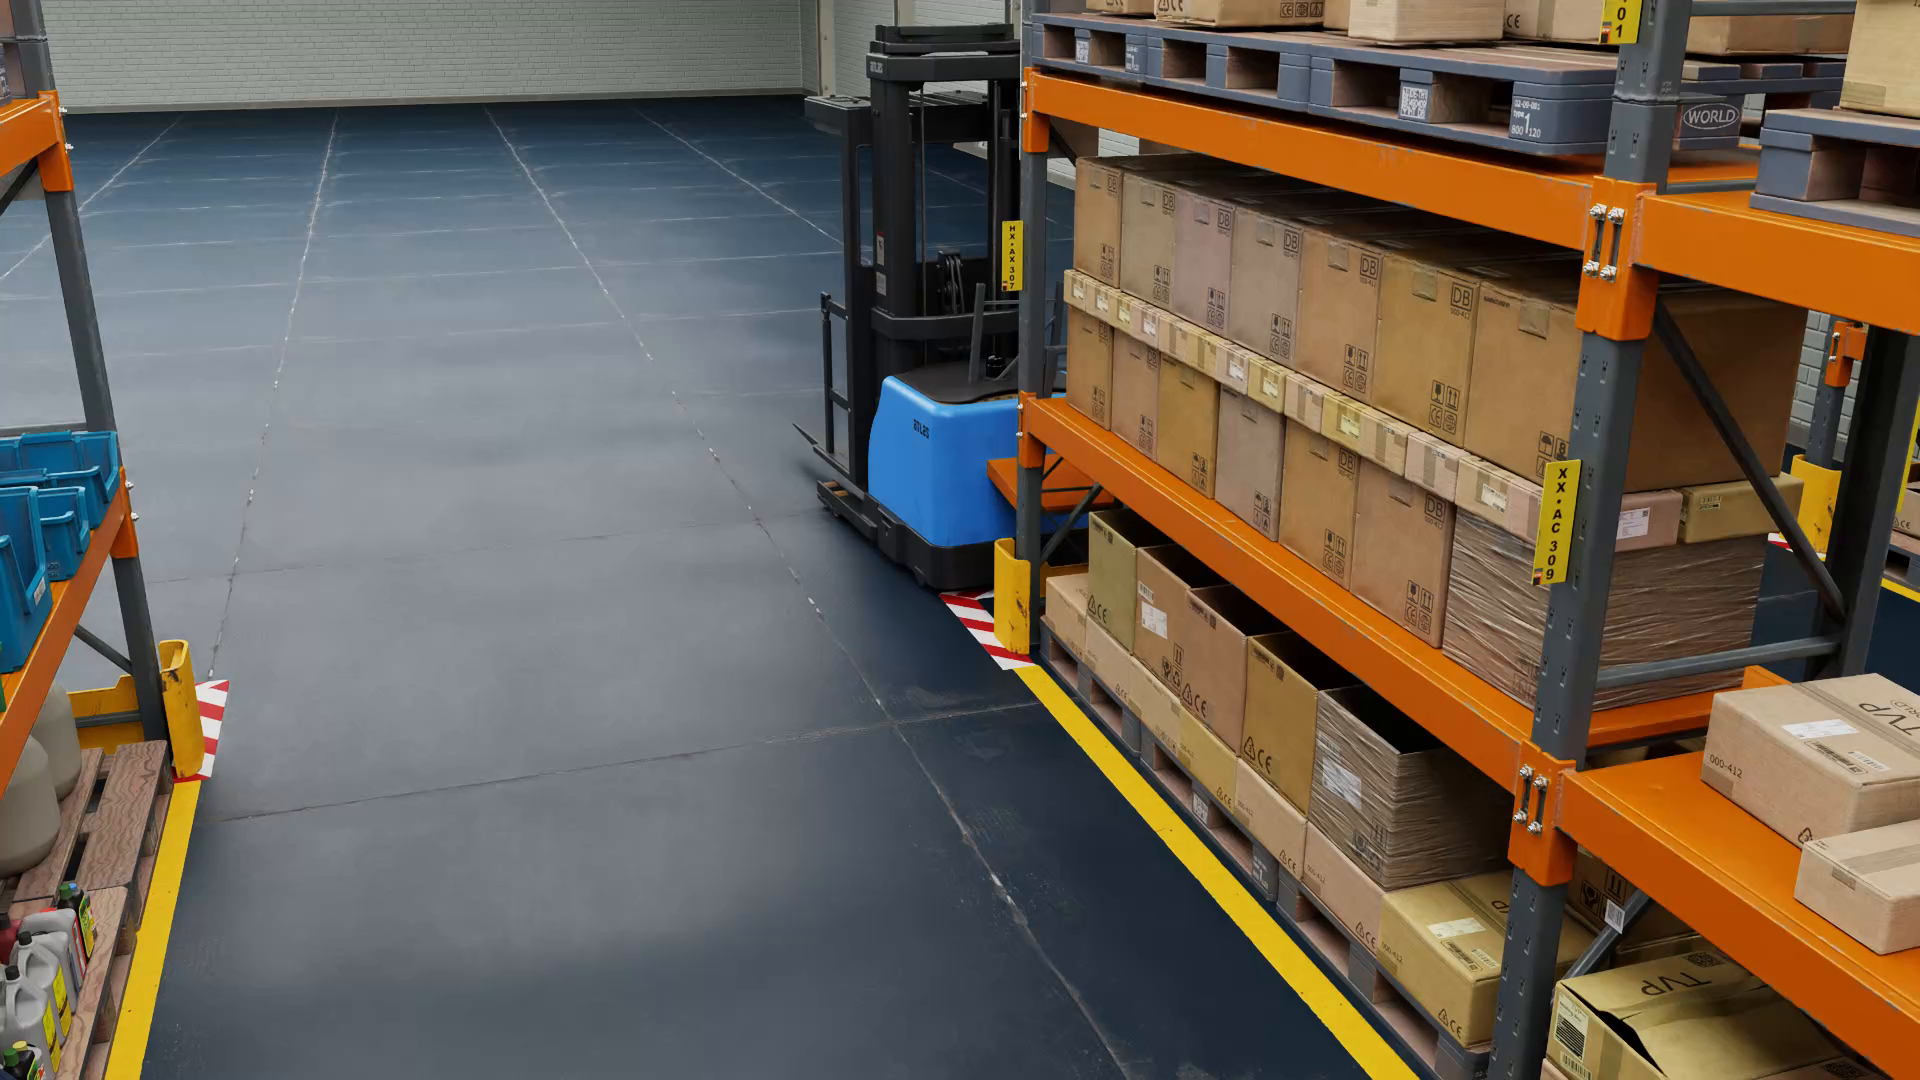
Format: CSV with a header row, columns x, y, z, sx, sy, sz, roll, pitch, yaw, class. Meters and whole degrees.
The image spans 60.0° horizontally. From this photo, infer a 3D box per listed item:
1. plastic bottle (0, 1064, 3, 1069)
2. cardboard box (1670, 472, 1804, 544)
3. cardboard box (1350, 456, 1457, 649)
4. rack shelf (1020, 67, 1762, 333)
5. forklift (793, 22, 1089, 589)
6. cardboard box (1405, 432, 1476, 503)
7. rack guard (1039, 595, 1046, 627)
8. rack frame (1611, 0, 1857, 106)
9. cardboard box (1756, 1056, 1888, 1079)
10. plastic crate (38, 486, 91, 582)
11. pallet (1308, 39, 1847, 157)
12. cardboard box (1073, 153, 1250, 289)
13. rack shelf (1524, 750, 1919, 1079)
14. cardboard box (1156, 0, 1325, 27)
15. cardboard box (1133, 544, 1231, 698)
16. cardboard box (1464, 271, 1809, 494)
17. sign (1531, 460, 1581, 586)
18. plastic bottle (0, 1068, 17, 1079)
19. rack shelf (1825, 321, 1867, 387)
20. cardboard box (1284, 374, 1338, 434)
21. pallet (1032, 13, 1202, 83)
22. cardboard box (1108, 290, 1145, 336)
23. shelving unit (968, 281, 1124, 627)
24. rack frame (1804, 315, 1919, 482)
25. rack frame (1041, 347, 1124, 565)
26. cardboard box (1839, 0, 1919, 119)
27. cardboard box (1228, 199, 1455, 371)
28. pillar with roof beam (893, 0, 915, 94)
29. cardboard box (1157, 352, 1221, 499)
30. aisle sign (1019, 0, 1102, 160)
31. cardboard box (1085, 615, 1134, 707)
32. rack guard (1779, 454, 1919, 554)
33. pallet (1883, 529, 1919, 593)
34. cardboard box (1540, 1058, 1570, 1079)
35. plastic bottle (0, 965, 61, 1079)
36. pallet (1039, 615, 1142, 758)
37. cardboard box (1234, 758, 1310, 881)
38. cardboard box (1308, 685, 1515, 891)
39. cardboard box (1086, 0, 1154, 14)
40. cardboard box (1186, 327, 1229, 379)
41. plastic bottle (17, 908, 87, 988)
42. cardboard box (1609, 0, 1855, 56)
x,y,z,sx,sy,sz,roll,pitch,yaw,class
-2.673,1.538,4.582,0.097,0.271,0.097,0,20,0,plastic bottle
2.131,-0.116,4.695,0.380,0.149,0.250,-6,21,-17,cardboard box
1.714,-0.014,5.371,0.700,0.500,0.500,-7,21,-18,cardboard box
1.403,-1.372,5.926,1.077,0.370,4.000,-6,21,-17,rack shelf
-0.250,-1.573,9.960,1.130,2.935,3.031,-8,21,-22,forklift
1.582,-0.237,5.032,0.380,0.149,0.250,-7,21,-19,cardboard box
0.546,0.308,8.577,0.587,0.250,0.087,-4,27,-19,rack guard
2.031,-2.480,3.510,1.000,3.000,0.127,-6,21,-17,rack frame
2.077,1.496,3.932,0.500,0.311,0.500,-7,21,-18,cardboard box
-3.289,-0.008,5.721,0.499,0.251,0.408,-6,21,-17,plastic crate
1.739,-1.298,4.787,1.003,0.211,1.213,-6,21,-17,pallet
0.925,-1.430,7.394,0.700,0.500,0.500,-6,21,-17,cardboard box
2.660,1.323,2.859,1.077,0.370,4.000,-6,21,-17,rack shelf
1.037,-2.101,5.915,0.500,0.500,0.500,-6,21,-17,cardboard box
1.060,0.318,6.931,0.500,0.500,0.500,-6,21,-17,cardboard box
1.886,-0.456,4.683,0.700,0.500,0.500,-6,21,-17,cardboard box
1.505,-0.042,4.199,0.100,0.325,0.005,-6,21,-17,sign
-2.591,1.544,4.449,0.144,0.351,0.185,-7,21,-19,plastic bottle
6.104,-0.488,7.902,1.077,0.370,4.000,-6,21,-17,rack shelf
1.345,-0.482,5.712,0.380,0.149,0.250,-6,21,-16,cardboard box
0.972,-2.081,6.967,1.003,0.211,1.213,-6,21,-17,pallet
0.856,-0.980,7.099,0.380,0.149,0.250,-6,21,-17,cardboard box
0.435,-0.468,8.729,0.587,1.500,1.083,-4,27,-19,shelving unit
5.476,-1.468,9.567,1.000,3.000,0.127,-6,21,-17,rack frame
0.594,-0.253,8.307,0.500,1.500,0.032,-4,27,-19,rack frame
2.216,-0.997,3.418,0.500,0.250,0.500,-4,20,-12,cardboard box
1.413,-0.940,6.028,0.700,0.500,0.500,-6,21,-17,cardboard box
-5.113,-11.403,28.352,9.100,9.000,0.400,-6,21,-17,pillar with roof beam
1.229,-0.509,6.747,0.700,0.500,0.500,-6,21,-17,cardboard box
0.463,-2.153,7.627,0.394,0.787,0.004,-6,21,-17,aisle sign
0.892,0.511,7.501,0.500,0.250,0.500,-6,21,-17,cardboard box
5.499,-0.267,9.922,1.175,0.500,0.348,-6,21,-17,rack guard
5.721,0.133,9.234,1.003,0.211,1.213,-6,21,-17,pallet
1.923,1.595,4.485,0.500,0.250,0.500,-7,21,-19,cardboard box
-2.725,1.408,4.828,0.144,0.351,0.185,-7,21,-18,plastic bottle
1.054,0.613,7.899,1.003,0.211,1.213,-6,21,-17,pallet
1.359,0.993,6.160,0.500,0.250,0.500,-6,21,-17,cardboard box
1.532,0.799,5.591,0.500,0.500,0.500,-6,21,-17,cardboard box
0.951,-2.480,6.964,0.797,0.503,0.637,-5,20,-13,cardboard box
1.100,-0.731,6.407,0.380,0.149,0.250,-7,21,-18,cardboard box
-2.883,1.286,5.278,0.152,0.276,0.135,-6,21,-17,plastic bottle
2.123,-1.569,4.434,0.500,0.500,0.500,-5,20,-13,cardboard box
